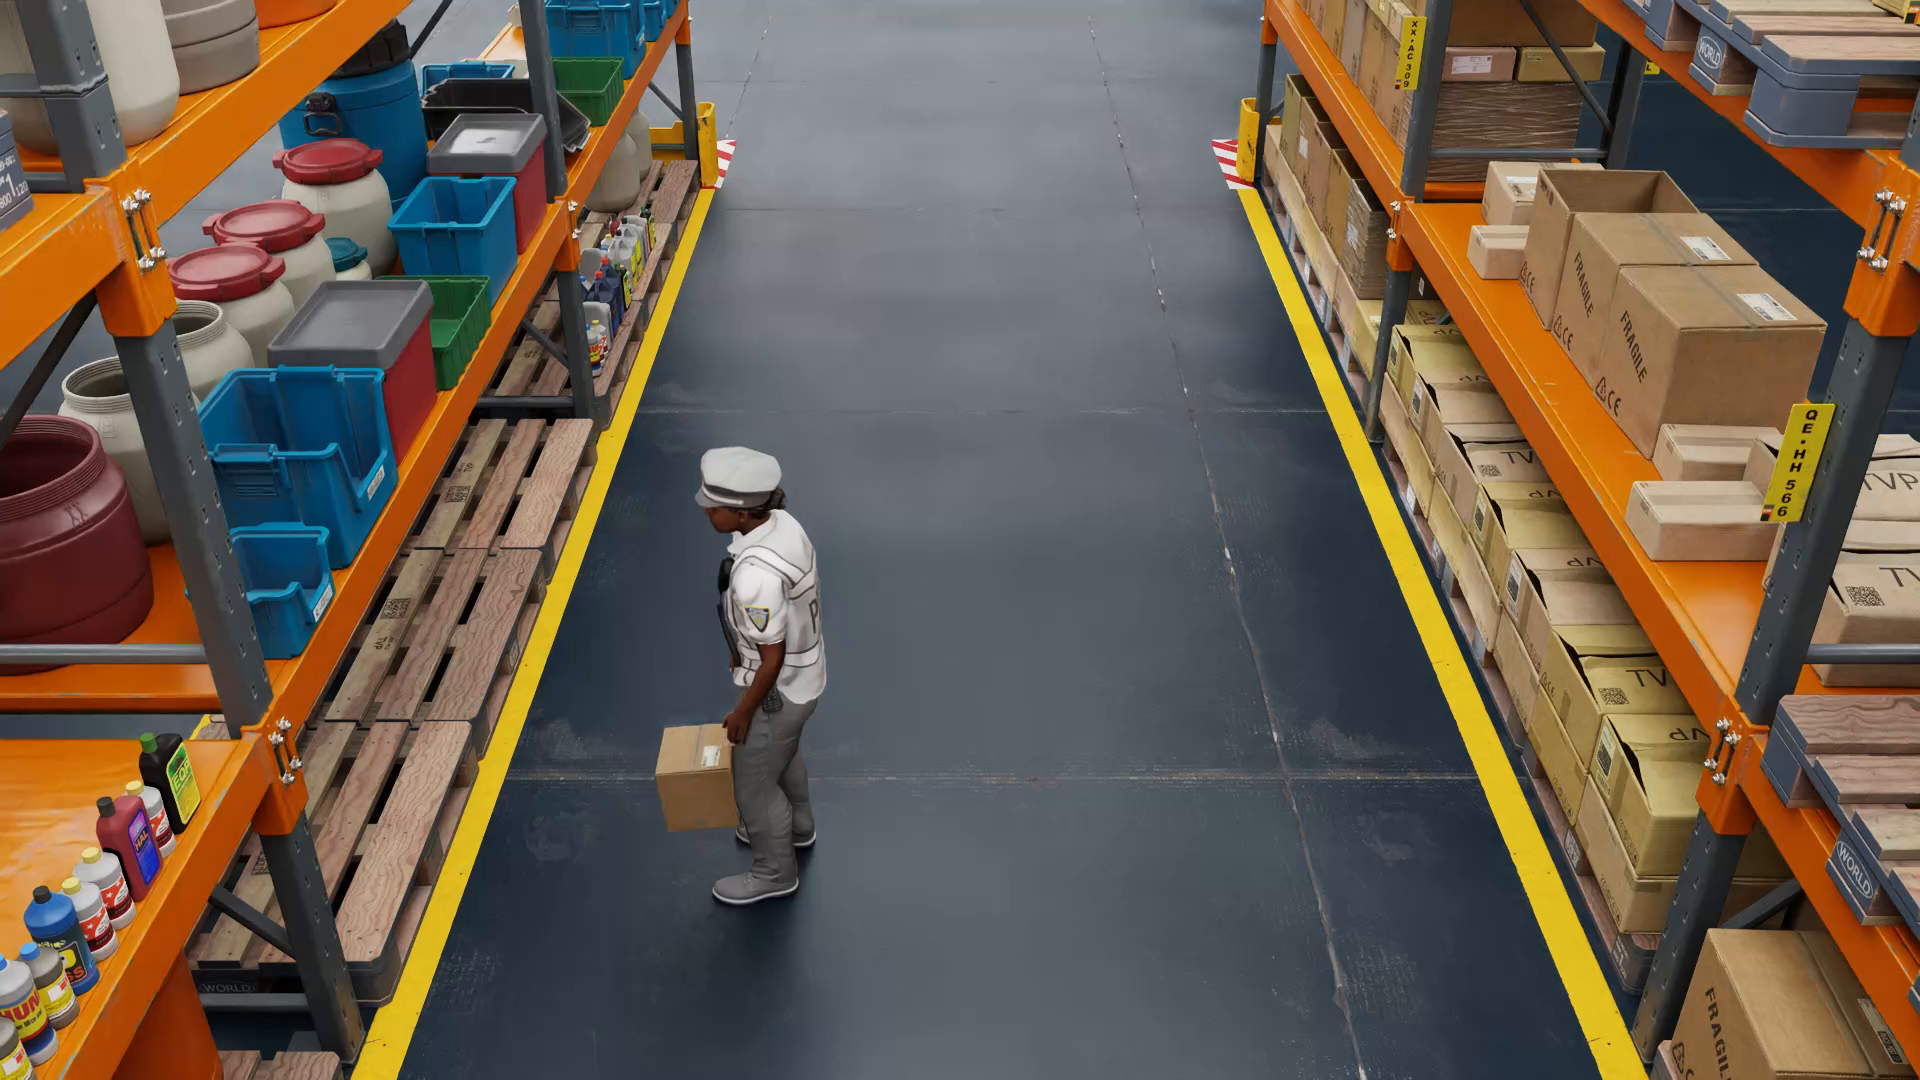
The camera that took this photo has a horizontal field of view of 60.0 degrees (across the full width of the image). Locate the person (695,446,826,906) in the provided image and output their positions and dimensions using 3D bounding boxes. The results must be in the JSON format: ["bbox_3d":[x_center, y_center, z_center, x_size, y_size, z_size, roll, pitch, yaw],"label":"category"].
[{"bbox_3d":[-0.643,0.453,5.394,0.423,1.668,0.495,-1,32,-2],"label":"person"}]
